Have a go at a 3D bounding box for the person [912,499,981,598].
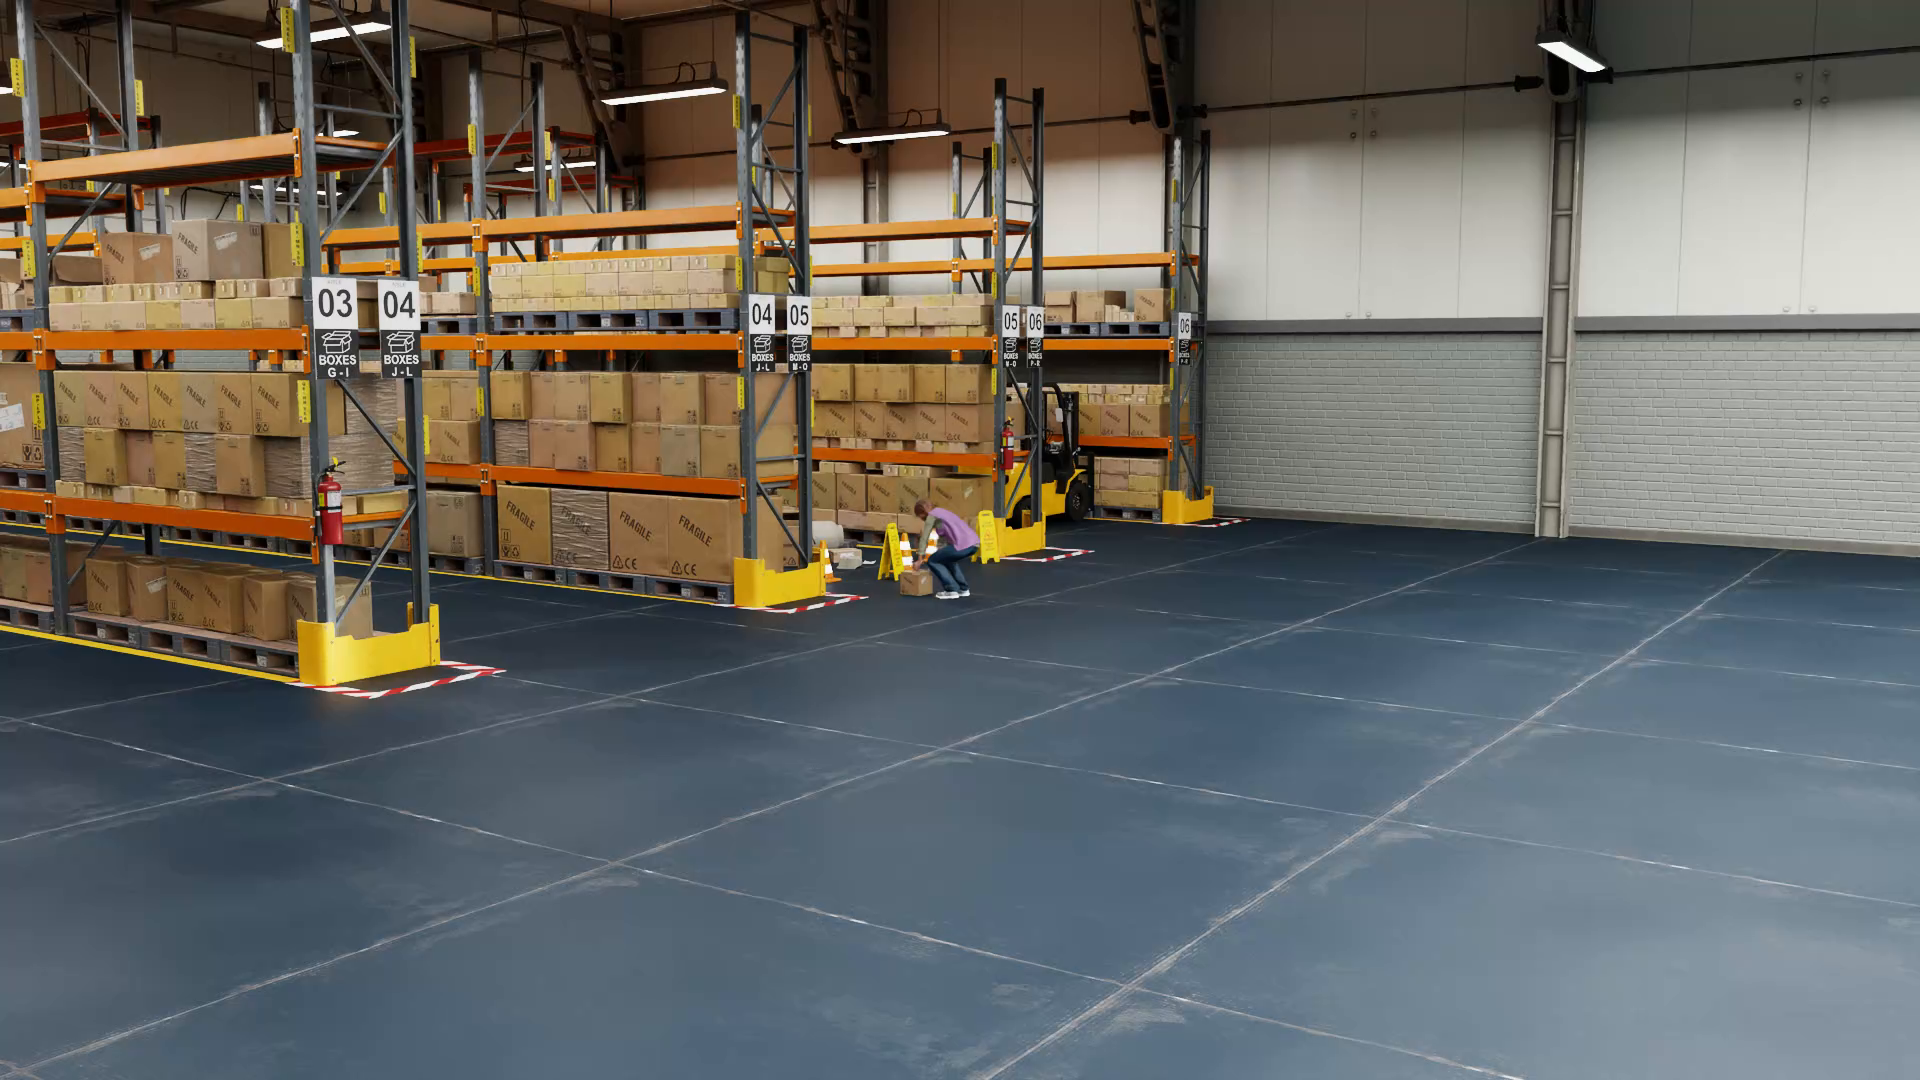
[{"bbox_3d":[-0.153,0.095,17.792,0.762,1.048,0.458,4,8,33],"label":"person"}]
